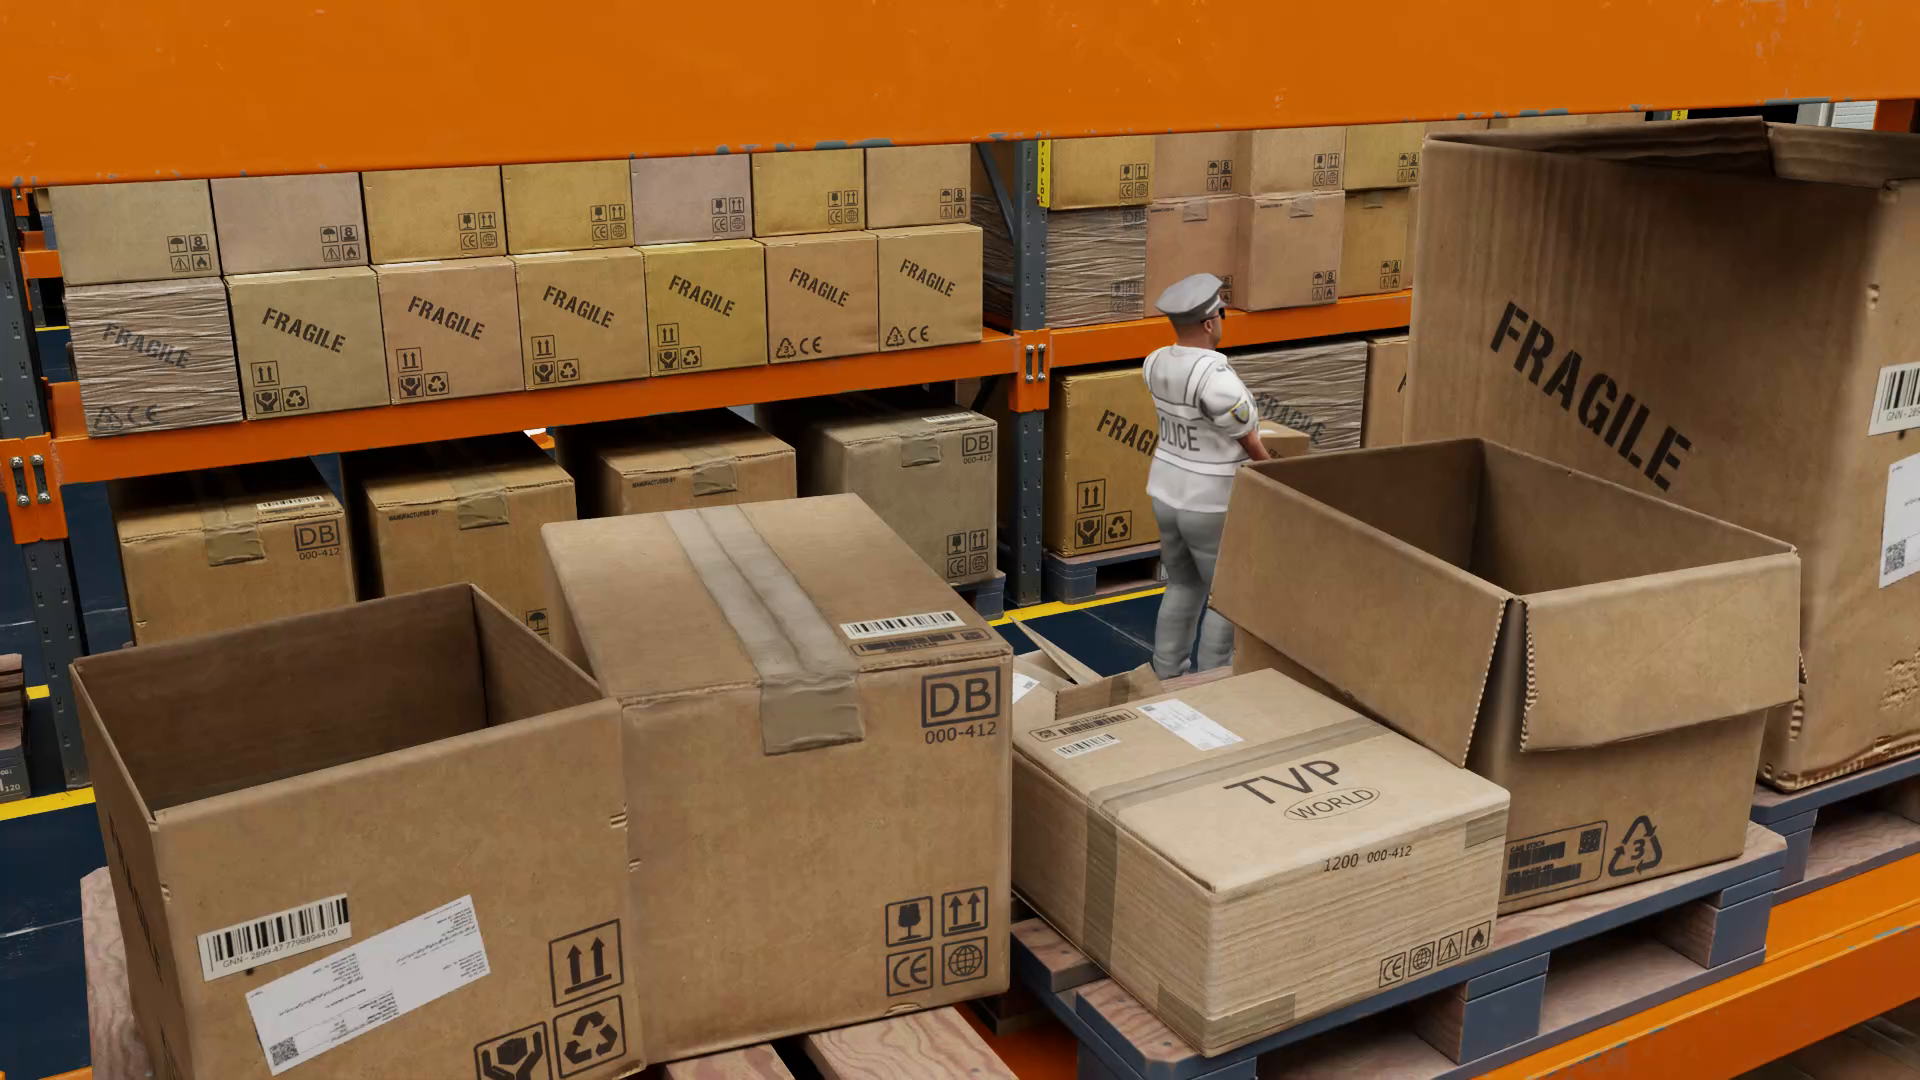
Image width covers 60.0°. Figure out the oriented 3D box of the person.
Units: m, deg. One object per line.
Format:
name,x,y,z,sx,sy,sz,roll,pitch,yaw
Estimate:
person,1.009,-0.170,6.526,0.564,1.768,0.494,-10,21,-27
